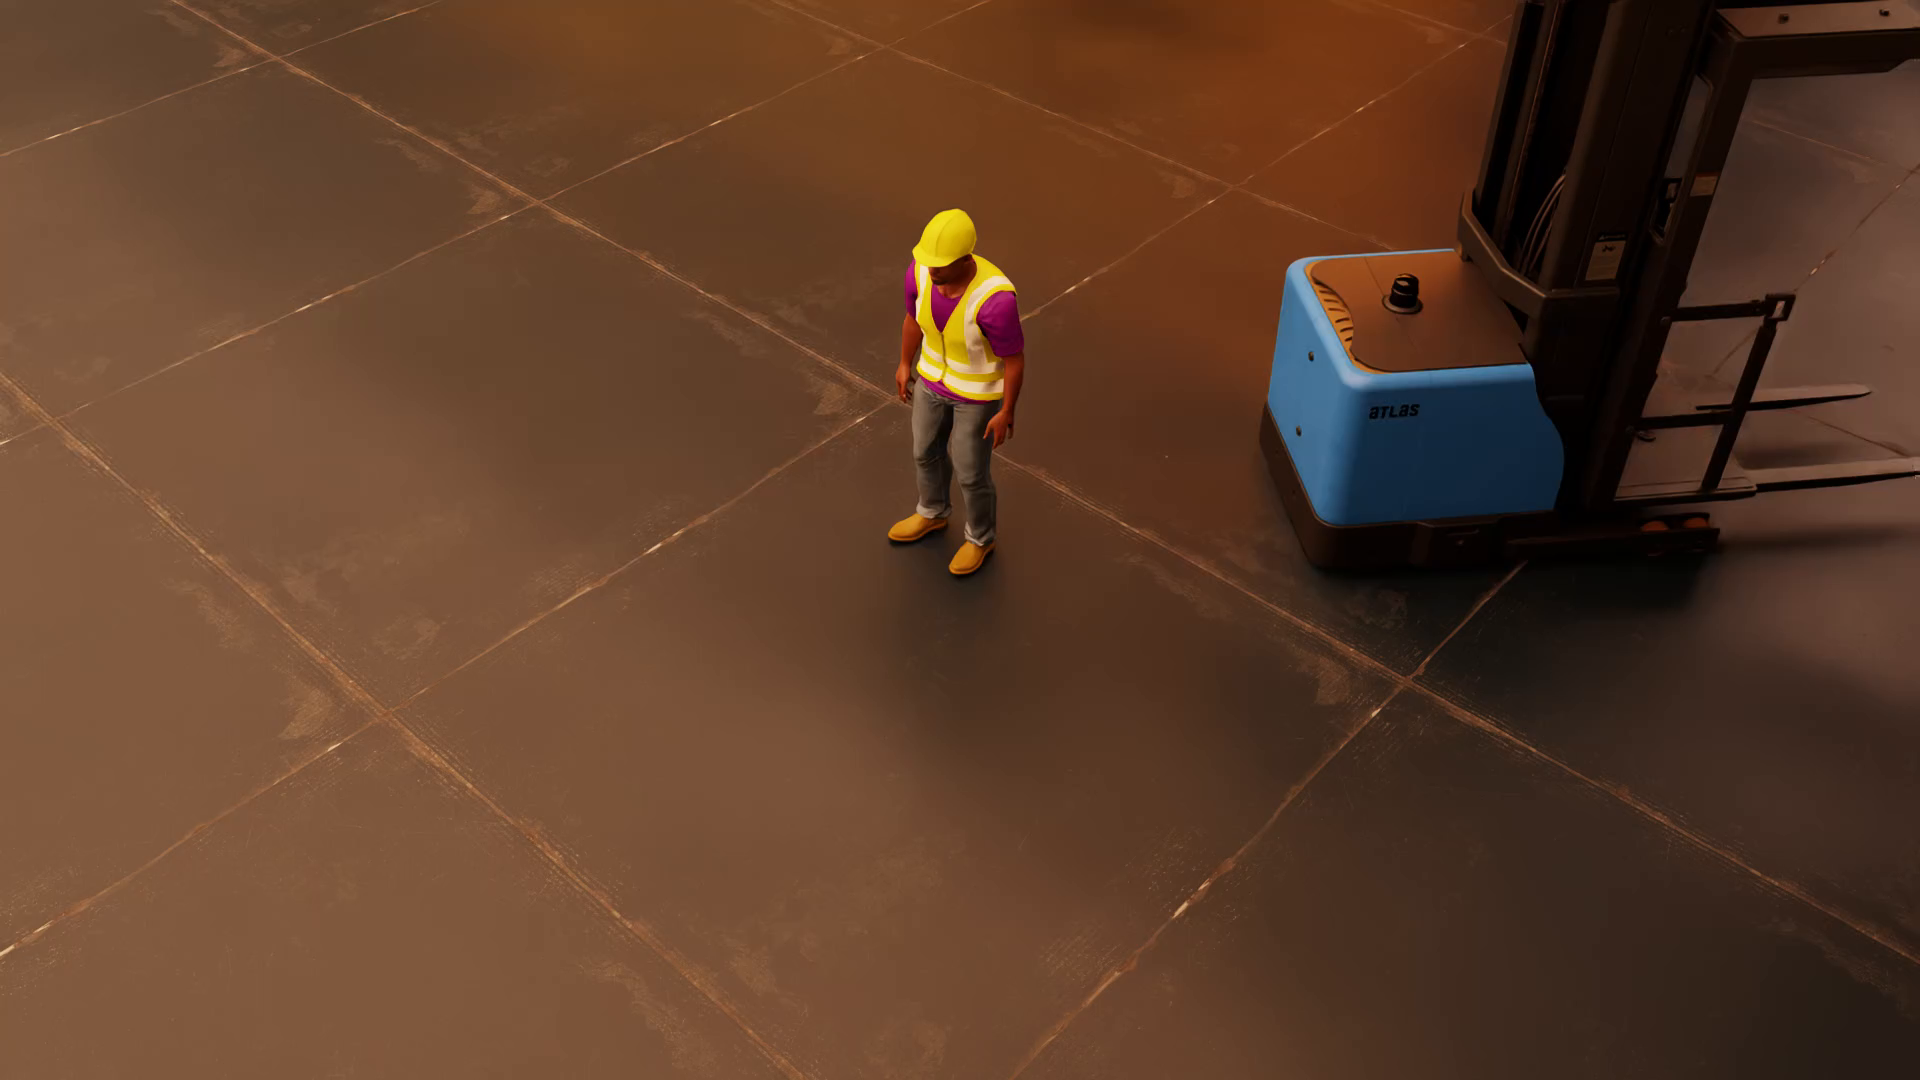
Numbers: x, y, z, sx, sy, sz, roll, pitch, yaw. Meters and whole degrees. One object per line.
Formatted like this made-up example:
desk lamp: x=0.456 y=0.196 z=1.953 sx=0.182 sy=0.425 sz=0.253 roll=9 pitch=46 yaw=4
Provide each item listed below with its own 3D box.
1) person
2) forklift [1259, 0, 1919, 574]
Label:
person: x=-0.021 y=-0.644 z=7.081 sx=0.626 sy=1.760 sz=0.460 roll=29 pitch=48 yaw=30
forklift: x=3.015 y=-1.376 z=7.032 sx=3.031 sy=2.935 sz=1.130 roll=-4 pitch=41 yaw=-5
